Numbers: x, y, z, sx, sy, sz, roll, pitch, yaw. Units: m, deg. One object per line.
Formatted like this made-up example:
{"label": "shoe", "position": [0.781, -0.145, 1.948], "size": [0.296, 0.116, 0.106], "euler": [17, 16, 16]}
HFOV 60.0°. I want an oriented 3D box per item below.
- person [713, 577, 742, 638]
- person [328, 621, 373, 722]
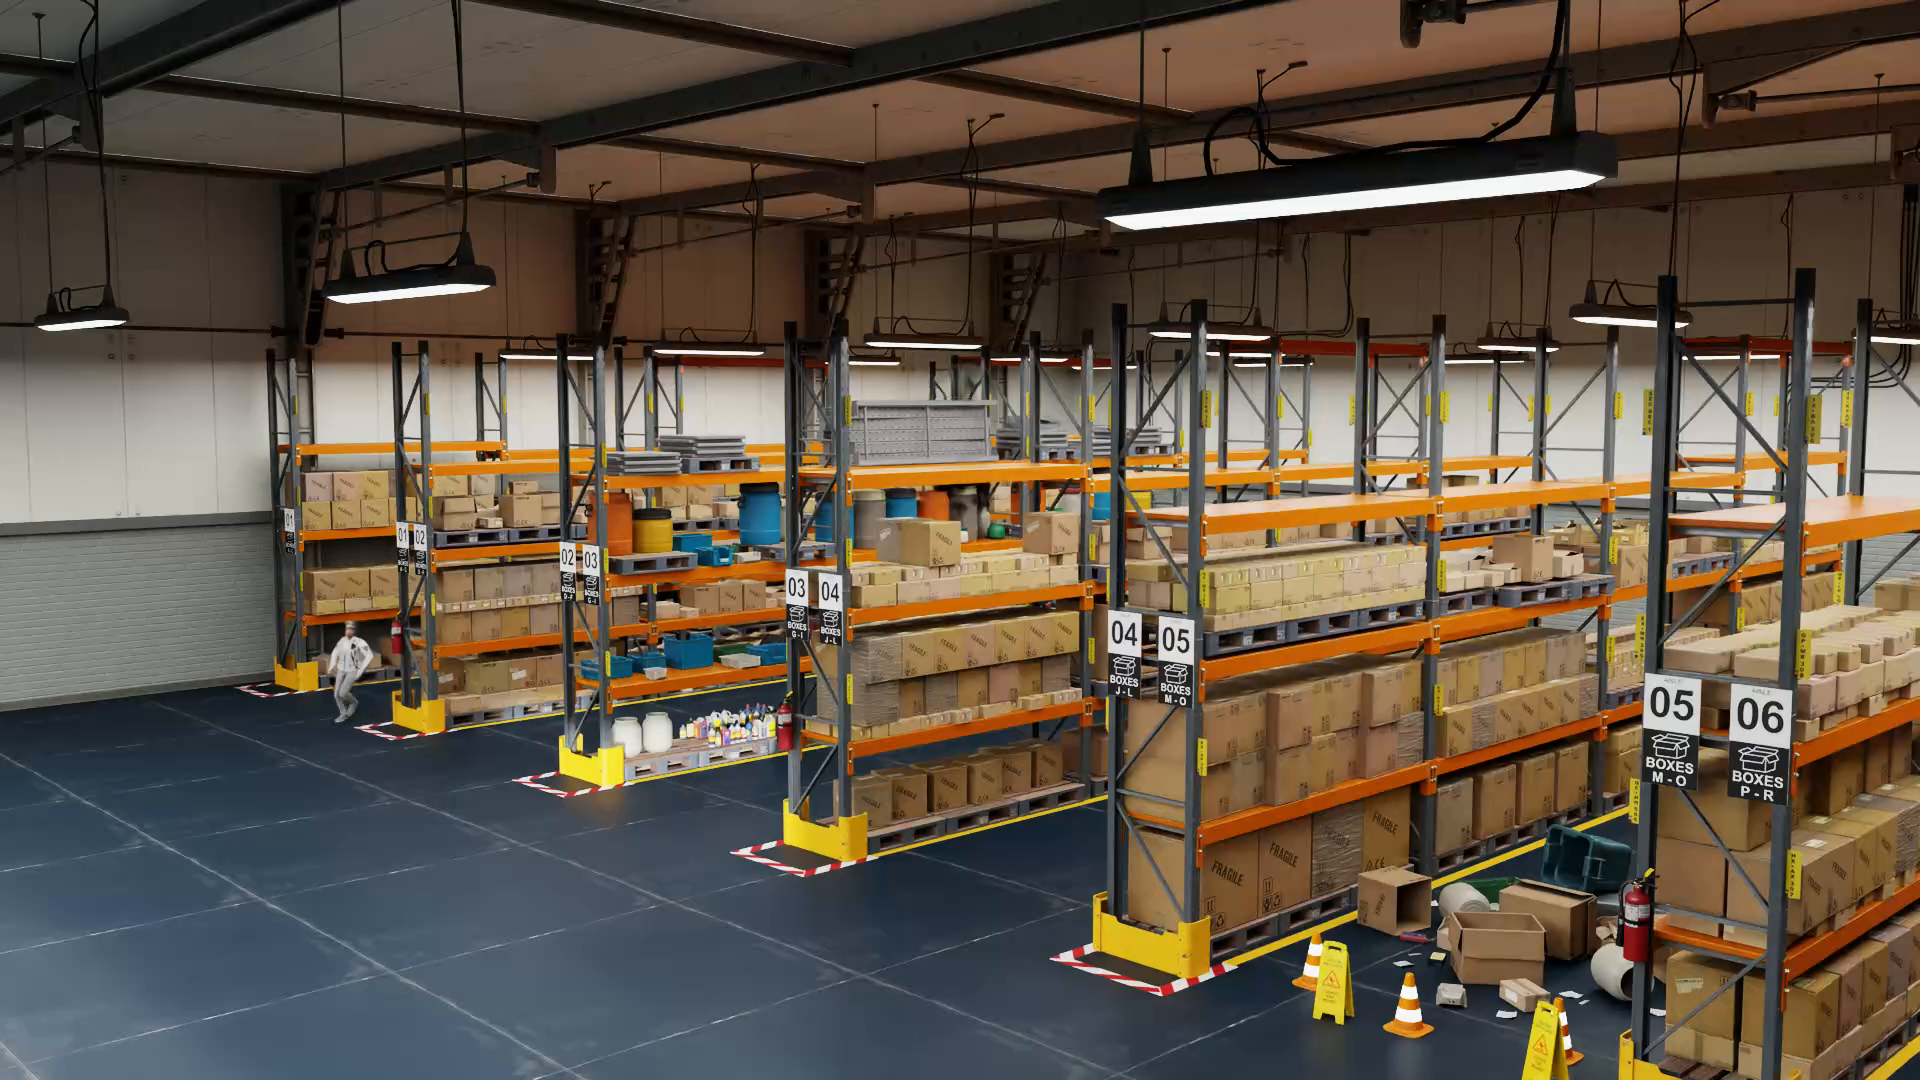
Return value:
{"label": "person", "position": [-4.702, 1.400, 33.497], "size": [0.741, 1.766, 0.674], "euler": [-5, 7, -44]}
{"label": "person", "position": [-9.682, 2.085, 26.323], "size": [0.672, 1.641, 0.490], "euler": [2, 5, 17]}
